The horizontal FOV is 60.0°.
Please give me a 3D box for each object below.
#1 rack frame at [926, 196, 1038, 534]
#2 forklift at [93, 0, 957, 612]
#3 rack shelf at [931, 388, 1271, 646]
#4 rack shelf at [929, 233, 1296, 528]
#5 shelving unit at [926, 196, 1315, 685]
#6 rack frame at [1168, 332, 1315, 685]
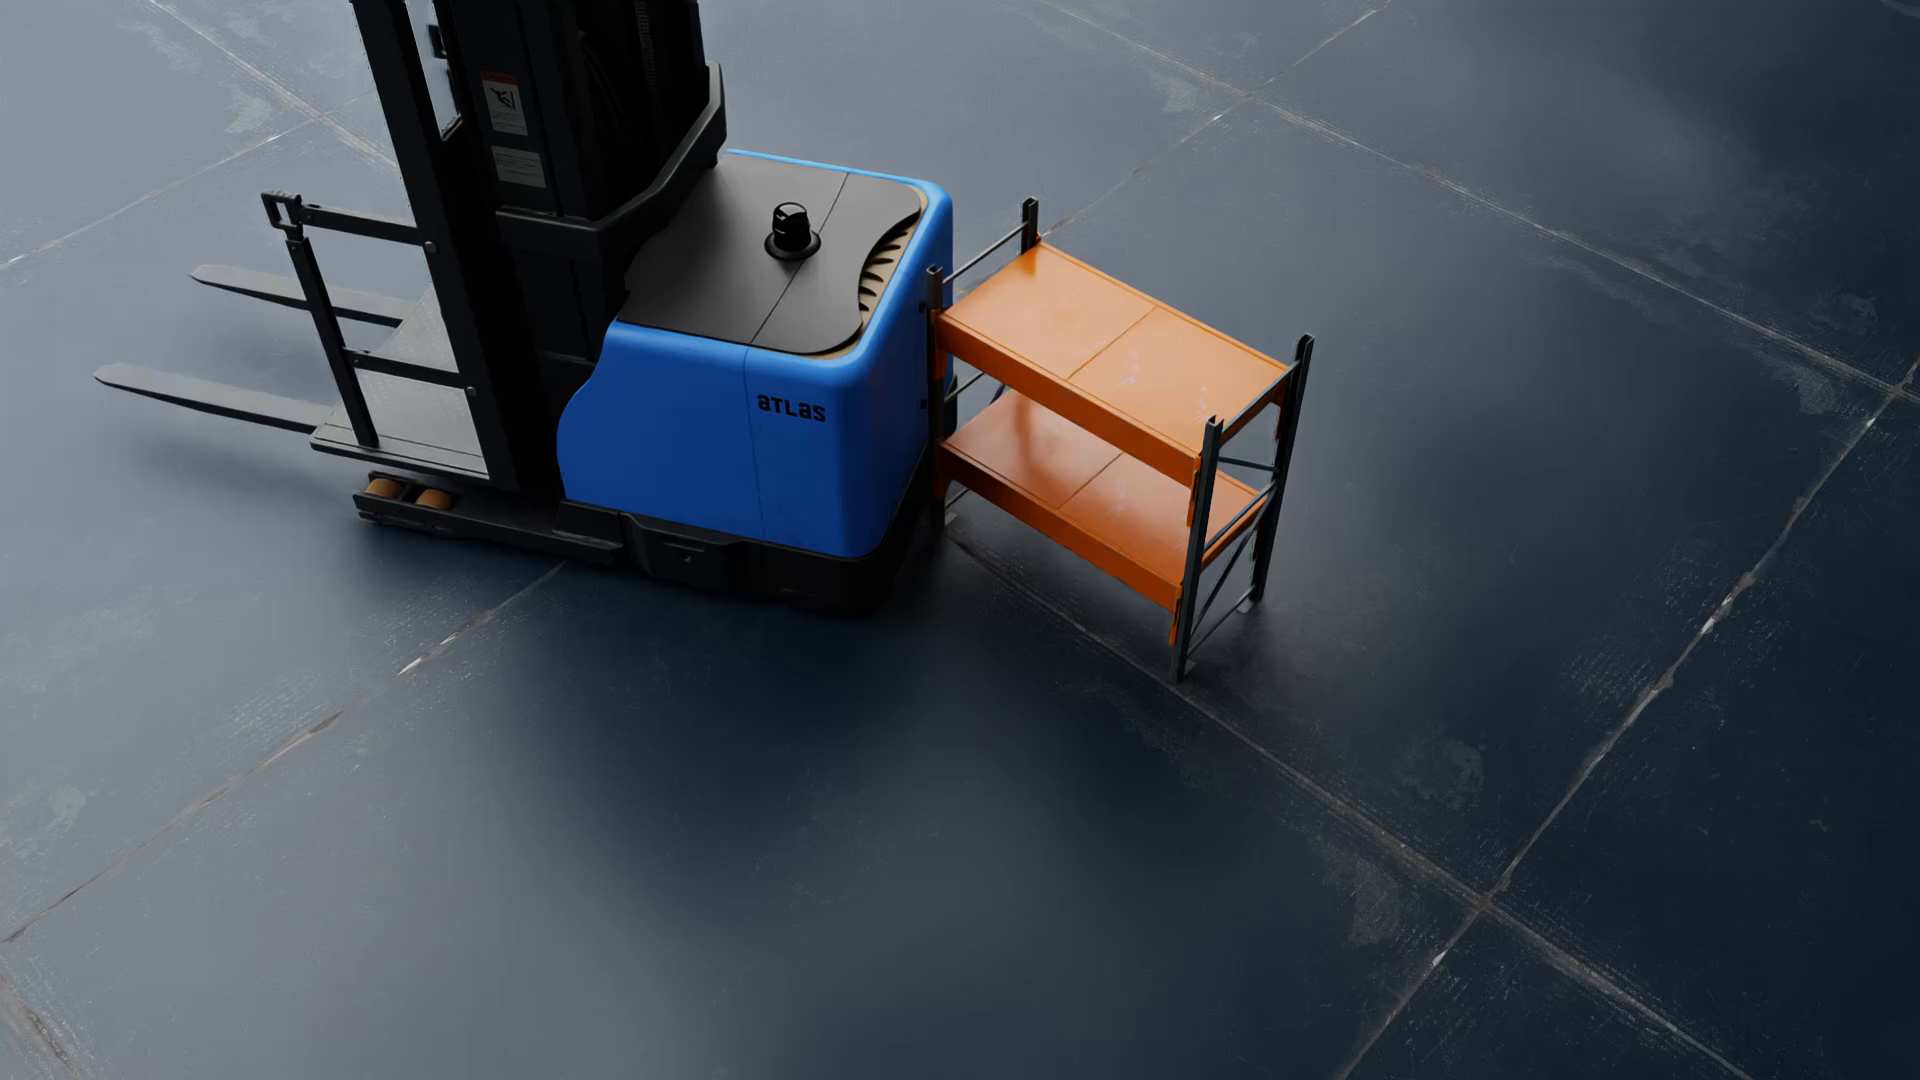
[{"bbox_3d":[0.071,-0.550,5.495,0.032,1.125,0.500,32,55,27],"label":"rack frame"},{"bbox_3d":[-1.585,-1.374,5.030,3.031,2.935,1.130,12,48,11],"label":"forklift"},{"bbox_3d":[0.456,-0.141,5.446,1.000,0.278,0.538,32,55,27],"label":"rack shelf"},{"bbox_3d":[0.456,-0.508,5.054,1.000,0.278,0.538,32,55,27],"label":"rack shelf"},{"bbox_3d":[0.456,-0.308,5.268,1.048,1.125,0.538,32,55,27],"label":"shelving unit"},{"bbox_3d":[0.841,-0.066,5.040,0.032,1.125,0.500,32,55,27],"label":"rack frame"}]
